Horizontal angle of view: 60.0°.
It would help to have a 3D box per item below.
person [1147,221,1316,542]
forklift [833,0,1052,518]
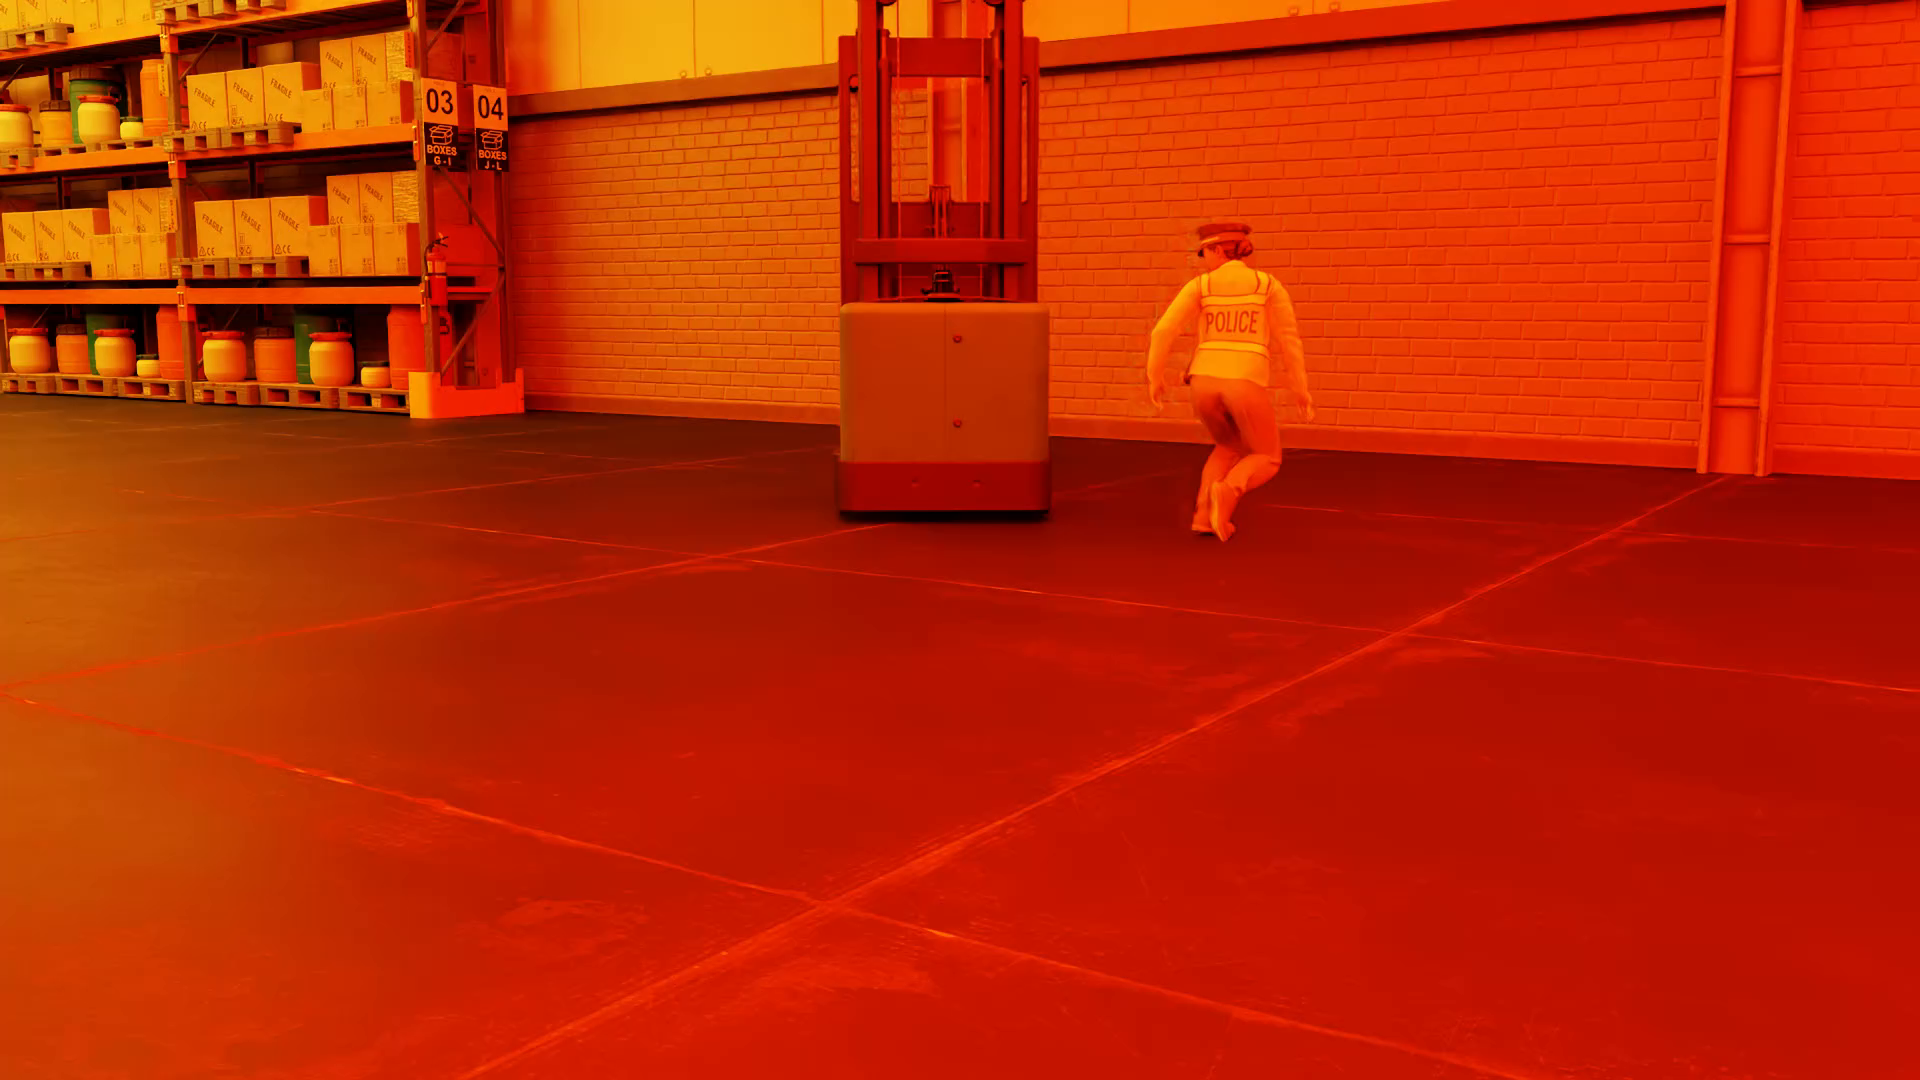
[{"bbox_3d":[1.227,-0.730,7.645,0.757,1.465,0.609,3,9,23],"label":"person"},{"bbox_3d":[-0.125,-1.735,9.393,1.130,2.935,3.031,0,8,-2],"label":"forklift"}]
